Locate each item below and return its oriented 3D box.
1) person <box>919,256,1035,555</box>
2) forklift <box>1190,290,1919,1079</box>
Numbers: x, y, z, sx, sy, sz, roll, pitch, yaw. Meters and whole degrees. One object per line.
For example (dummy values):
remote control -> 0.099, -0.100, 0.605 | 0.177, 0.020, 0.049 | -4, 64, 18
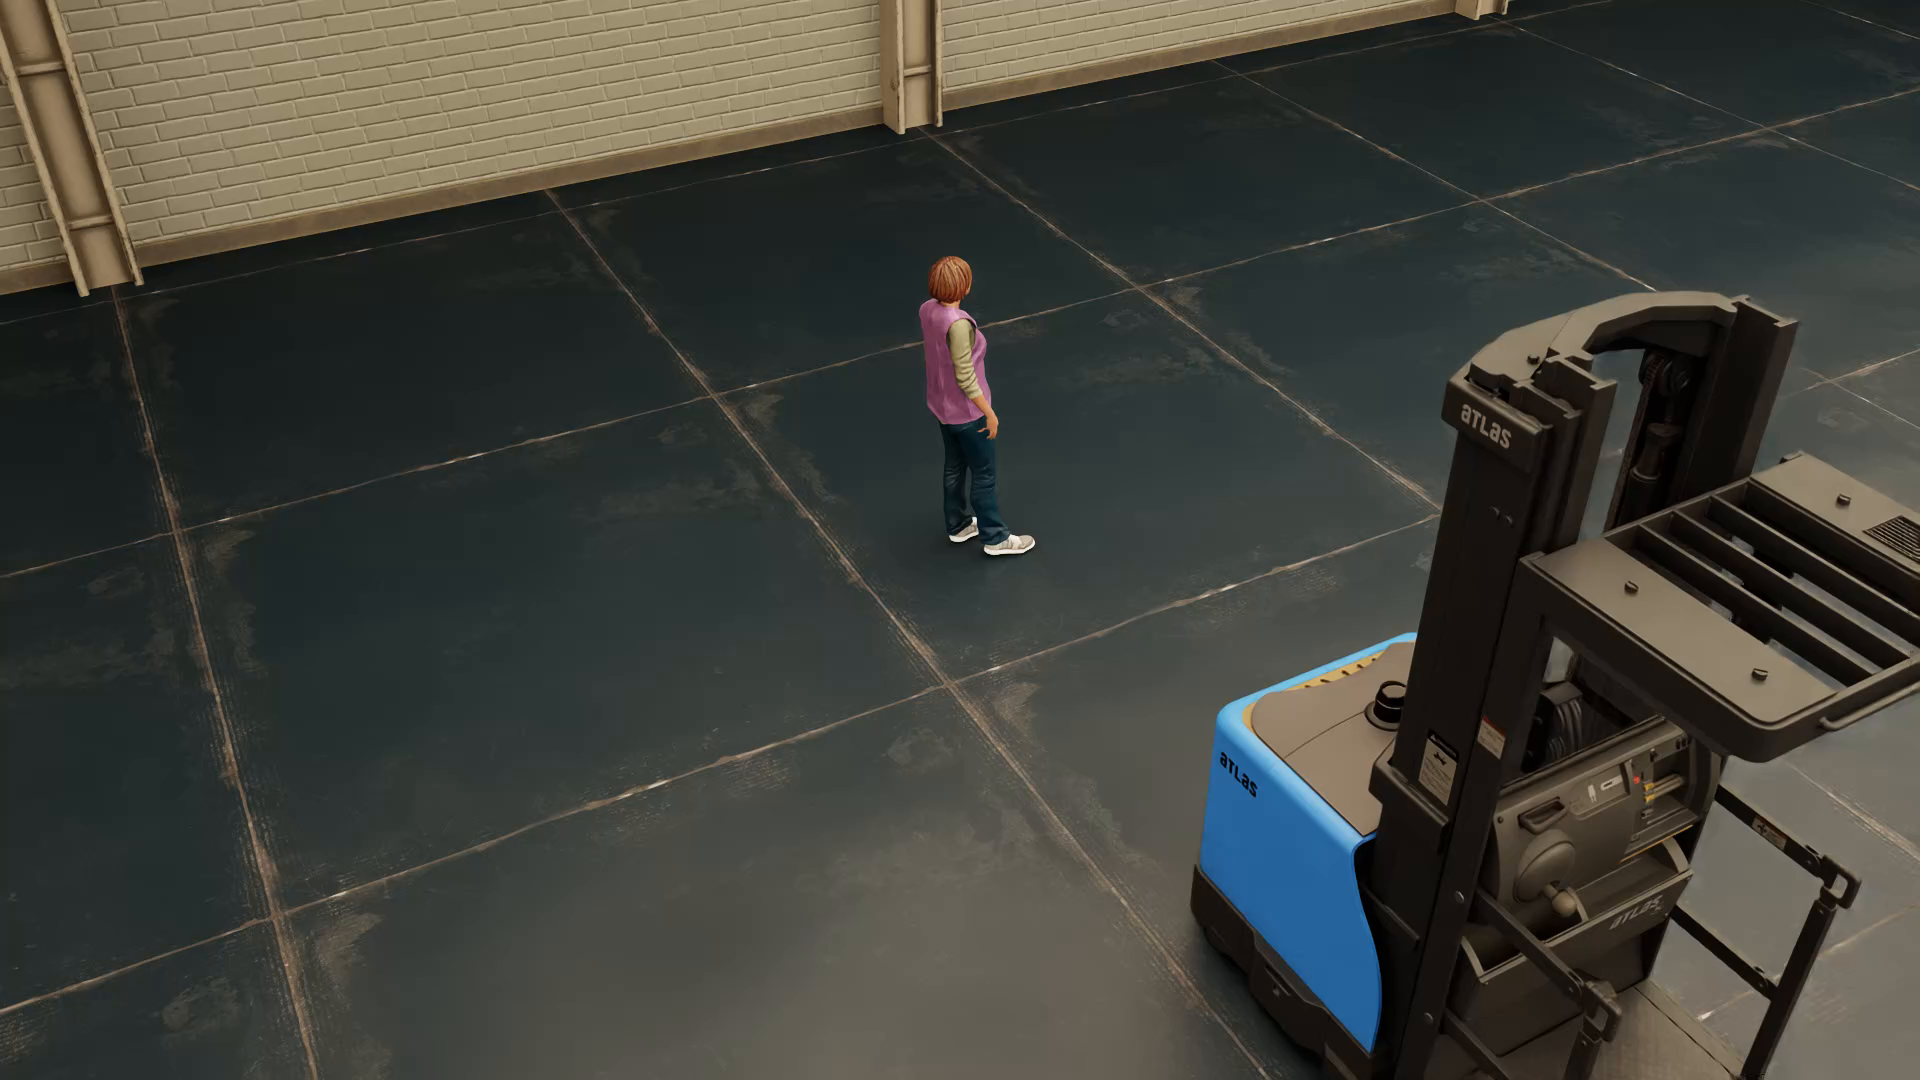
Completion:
person -> 0.072, -0.671, 8.215 | 0.476, 1.597, 0.520 | -17, 39, -23
forklift -> 2.060, 0.888, 4.867 | 1.130, 2.935, 3.031 | -18, 39, -23
